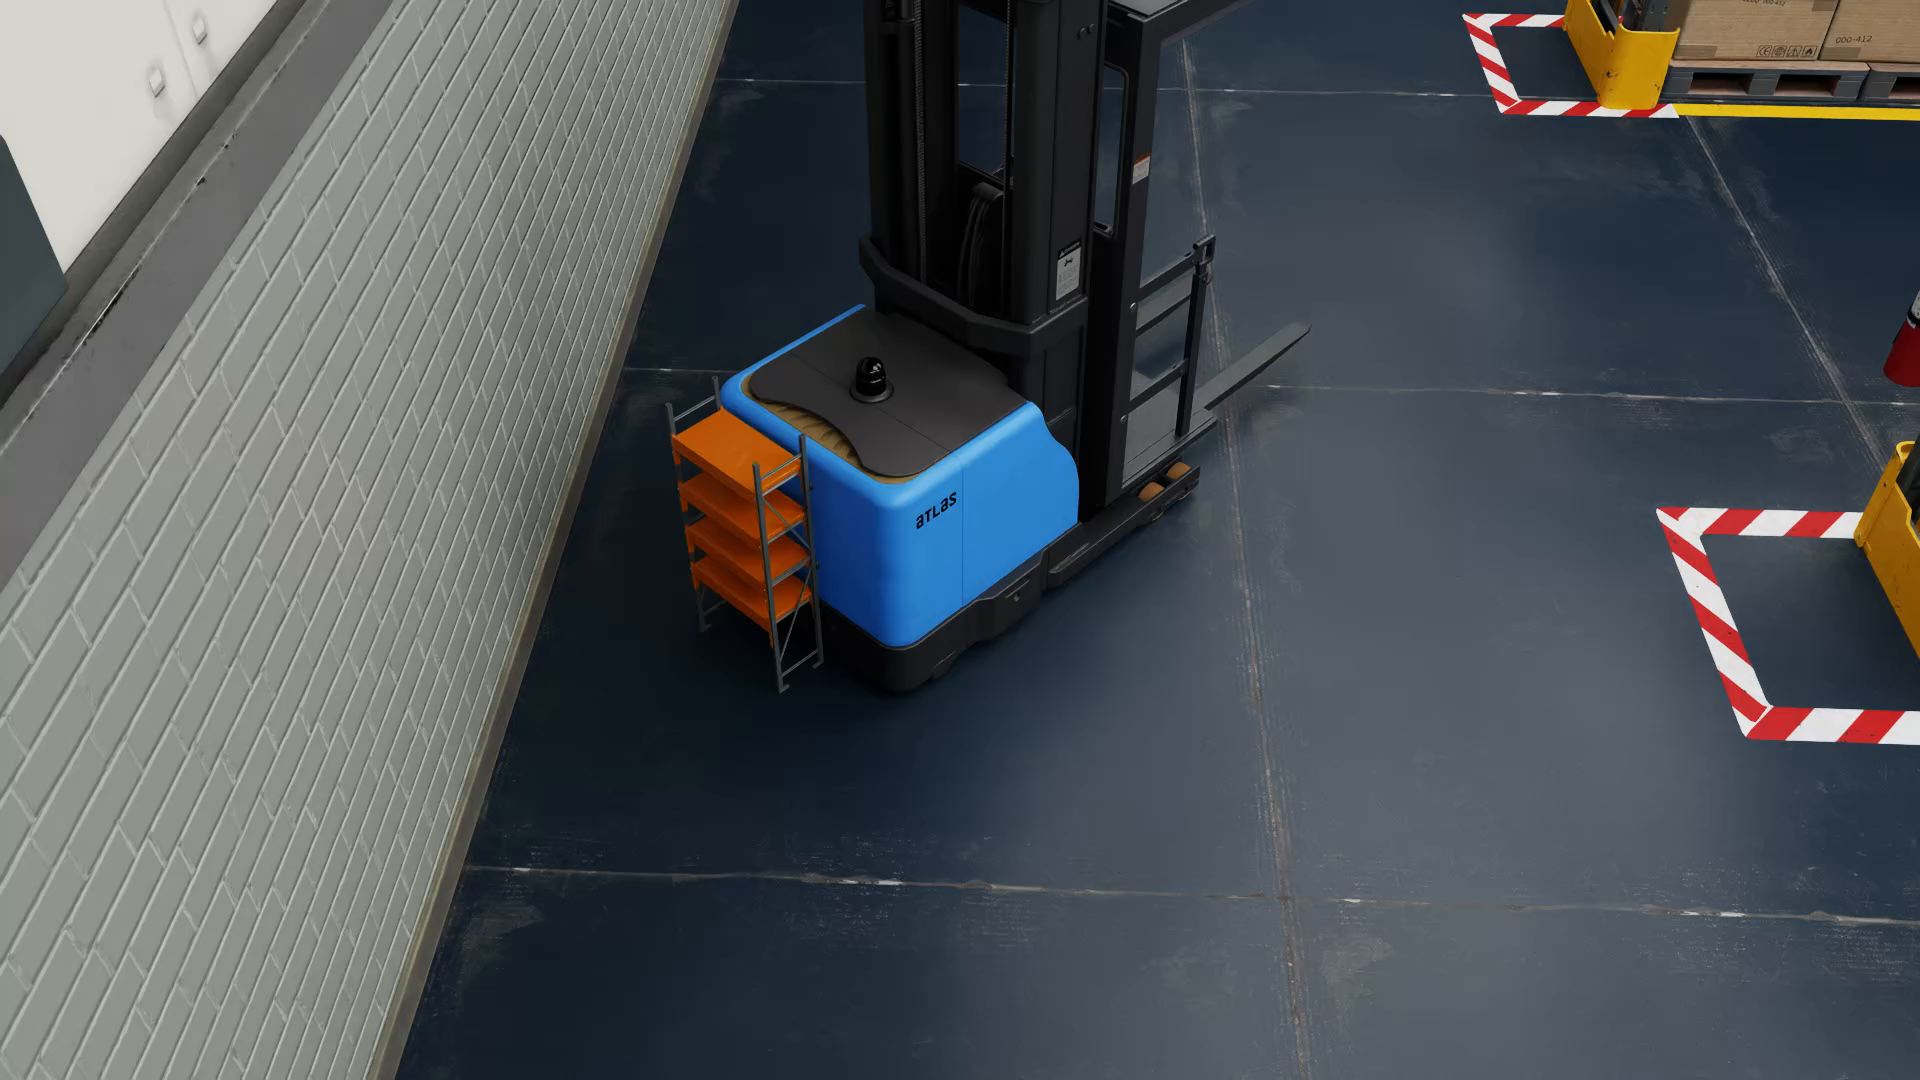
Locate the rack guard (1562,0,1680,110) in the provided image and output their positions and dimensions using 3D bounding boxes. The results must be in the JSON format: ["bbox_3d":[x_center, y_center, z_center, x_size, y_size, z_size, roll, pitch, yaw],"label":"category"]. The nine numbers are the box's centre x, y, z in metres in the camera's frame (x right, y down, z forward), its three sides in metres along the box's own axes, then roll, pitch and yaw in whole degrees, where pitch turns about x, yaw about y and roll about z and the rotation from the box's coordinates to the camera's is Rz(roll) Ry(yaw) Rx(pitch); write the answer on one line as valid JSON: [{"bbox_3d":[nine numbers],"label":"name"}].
[{"bbox_3d":[4.119,-3.210,10.414,0.348,0.500,1.175,2,43,2],"label":"rack guard"}]

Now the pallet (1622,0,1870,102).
[{"bbox_3d":[4.945,-3.132,10.543,1.213,0.211,1.003,2,43,2],"label":"pallet"}]

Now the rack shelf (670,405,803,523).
[{"bbox_3d":[-0.821,-0.287,6.187,0.480,0.148,0.258,33,52,30],"label":"rack shelf"}]

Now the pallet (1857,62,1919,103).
[{"bbox_3d":[6.161,-3.093,10.500,1.213,0.211,1.003,2,43,2],"label":"pallet"}]

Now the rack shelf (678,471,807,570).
[{"bbox_3d":[-0.821,-0.114,6.348,0.480,0.148,0.258,33,52,30],"label":"rack shelf"}]

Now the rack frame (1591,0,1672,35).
[{"bbox_3d":[4.143,-4.124,9.561,0.127,3.000,1.000,2,43,2],"label":"rack frame"}]

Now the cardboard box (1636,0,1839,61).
[{"bbox_3d":[4.807,-3.388,10.343,0.875,0.438,0.875,0,43,0],"label":"cardboard box"}]

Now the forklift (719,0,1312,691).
[{"bbox_3d":[0.437,-1.381,6.668,1.130,2.935,3.031,33,52,30],"label":"forklift"}]

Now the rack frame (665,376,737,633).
[{"bbox_3d":[-0.996,-0.115,6.579,0.015,1.200,0.240,33,52,30],"label":"rack frame"}]

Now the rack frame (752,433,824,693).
[{"bbox_3d":[-0.645,0.116,6.331,0.015,1.200,0.240,33,52,30],"label":"rack frame"}]

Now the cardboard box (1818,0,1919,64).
[{"bbox_3d":[5.721,-3.365,10.319,0.875,0.438,0.875,3,43,3],"label":"cardboard box"}]

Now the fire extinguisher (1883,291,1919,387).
[{"bbox_3d":[3.790,-0.907,6.439,0.183,0.674,0.296,2,43,2],"label":"fire extinguisher"}]

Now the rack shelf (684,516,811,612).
[{"bbox_3d":[-0.821,0.050,6.501,0.480,0.148,0.258,33,52,30],"label":"rack shelf"}]

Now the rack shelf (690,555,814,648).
[{"bbox_3d":[-0.821,0.195,6.636,0.480,0.148,0.258,33,52,30],"label":"rack shelf"}]

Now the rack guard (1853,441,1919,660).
[{"bbox_3d":[4.097,0.167,6.789,0.348,0.500,1.175,2,43,2],"label":"rack guard"}]

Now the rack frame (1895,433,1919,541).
[{"bbox_3d":[4.021,-0.750,5.940,0.127,3.000,1.000,2,43,2],"label":"rack frame"}]

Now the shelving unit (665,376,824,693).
[{"bbox_3d":[-0.821,0.000,6.455,0.503,1.200,0.258,33,52,30],"label":"shelving unit"}]
